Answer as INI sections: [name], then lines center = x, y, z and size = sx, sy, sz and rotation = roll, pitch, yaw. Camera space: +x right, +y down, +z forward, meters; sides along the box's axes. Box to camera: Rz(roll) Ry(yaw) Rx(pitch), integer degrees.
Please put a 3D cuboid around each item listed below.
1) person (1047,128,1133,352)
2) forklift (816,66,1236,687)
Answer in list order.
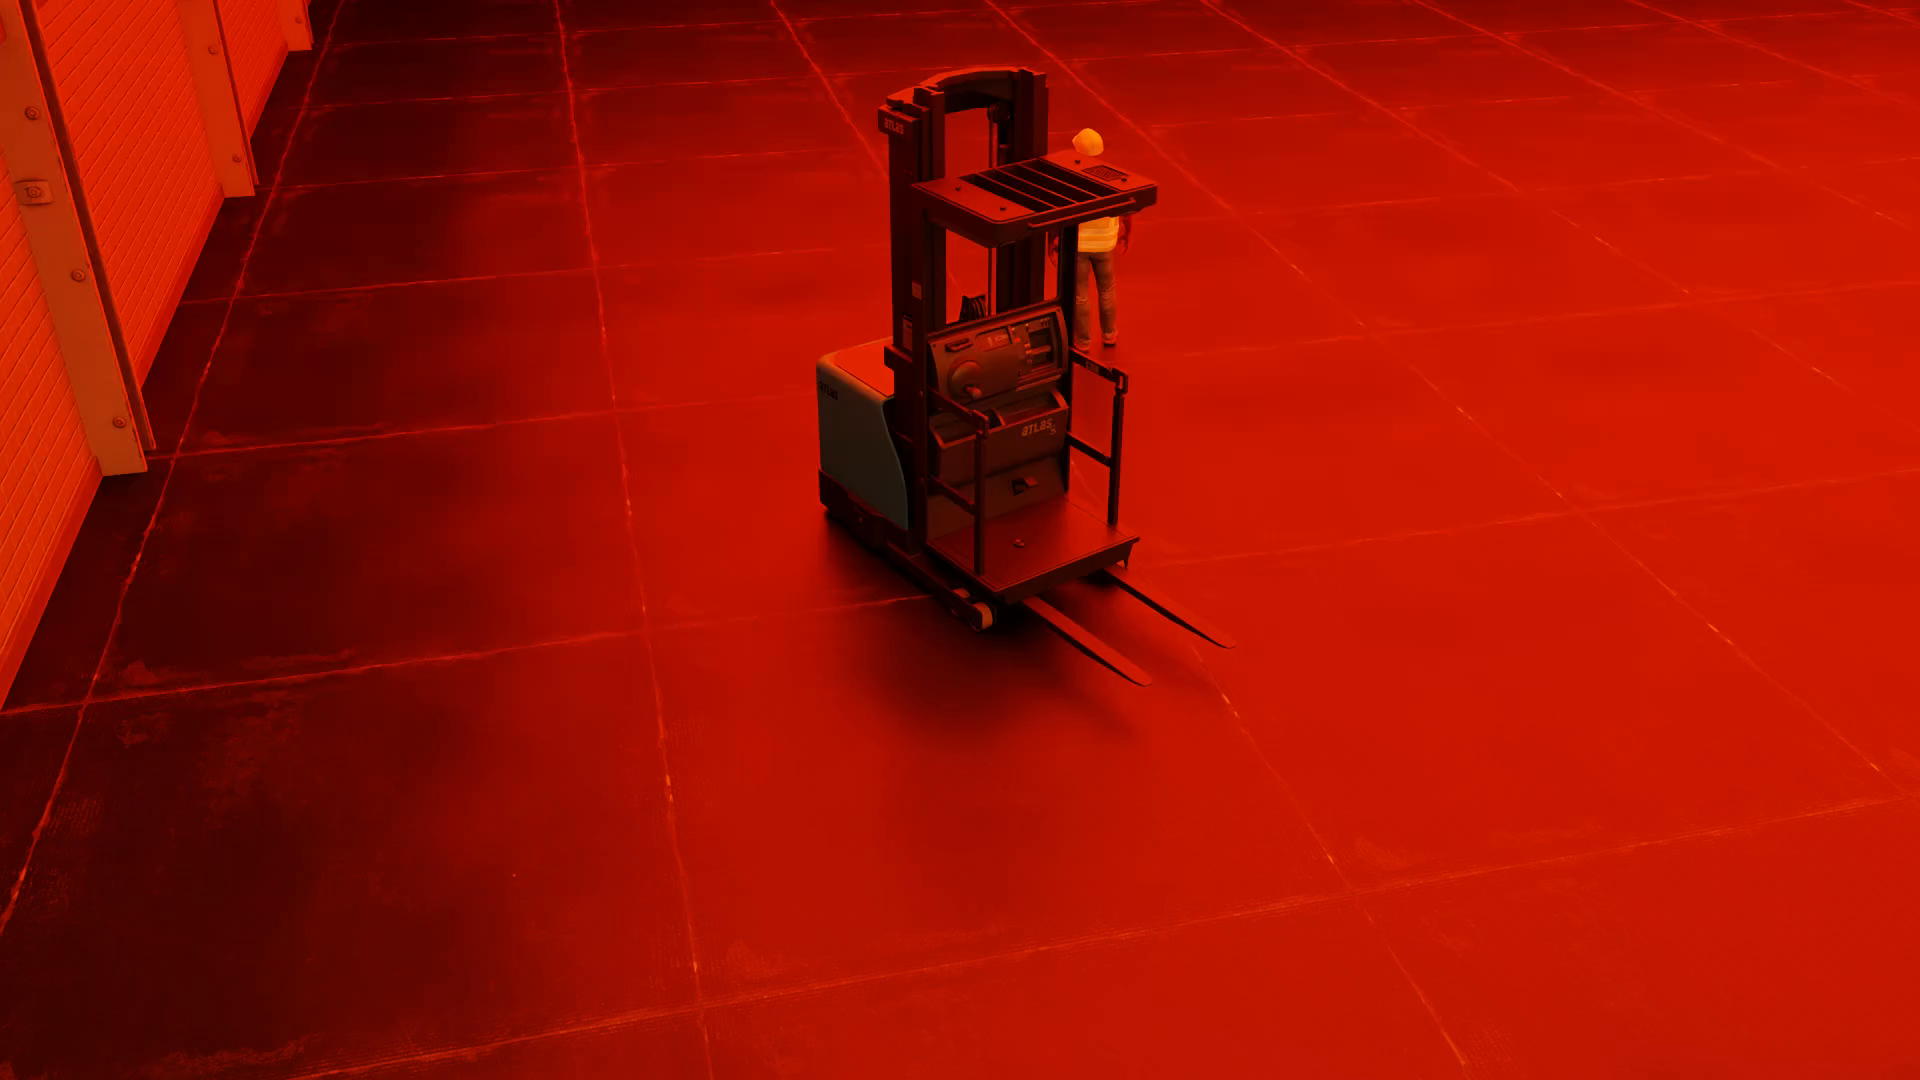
[person]
center = 0.976, -2.300, 12.696
size = 0.665, 1.765, 0.577
rotation = -4, 30, -7
[forklift]
center = 0.355, -1.021, 9.338
size = 1.130, 2.935, 3.031
rotation = -20, 35, -30
